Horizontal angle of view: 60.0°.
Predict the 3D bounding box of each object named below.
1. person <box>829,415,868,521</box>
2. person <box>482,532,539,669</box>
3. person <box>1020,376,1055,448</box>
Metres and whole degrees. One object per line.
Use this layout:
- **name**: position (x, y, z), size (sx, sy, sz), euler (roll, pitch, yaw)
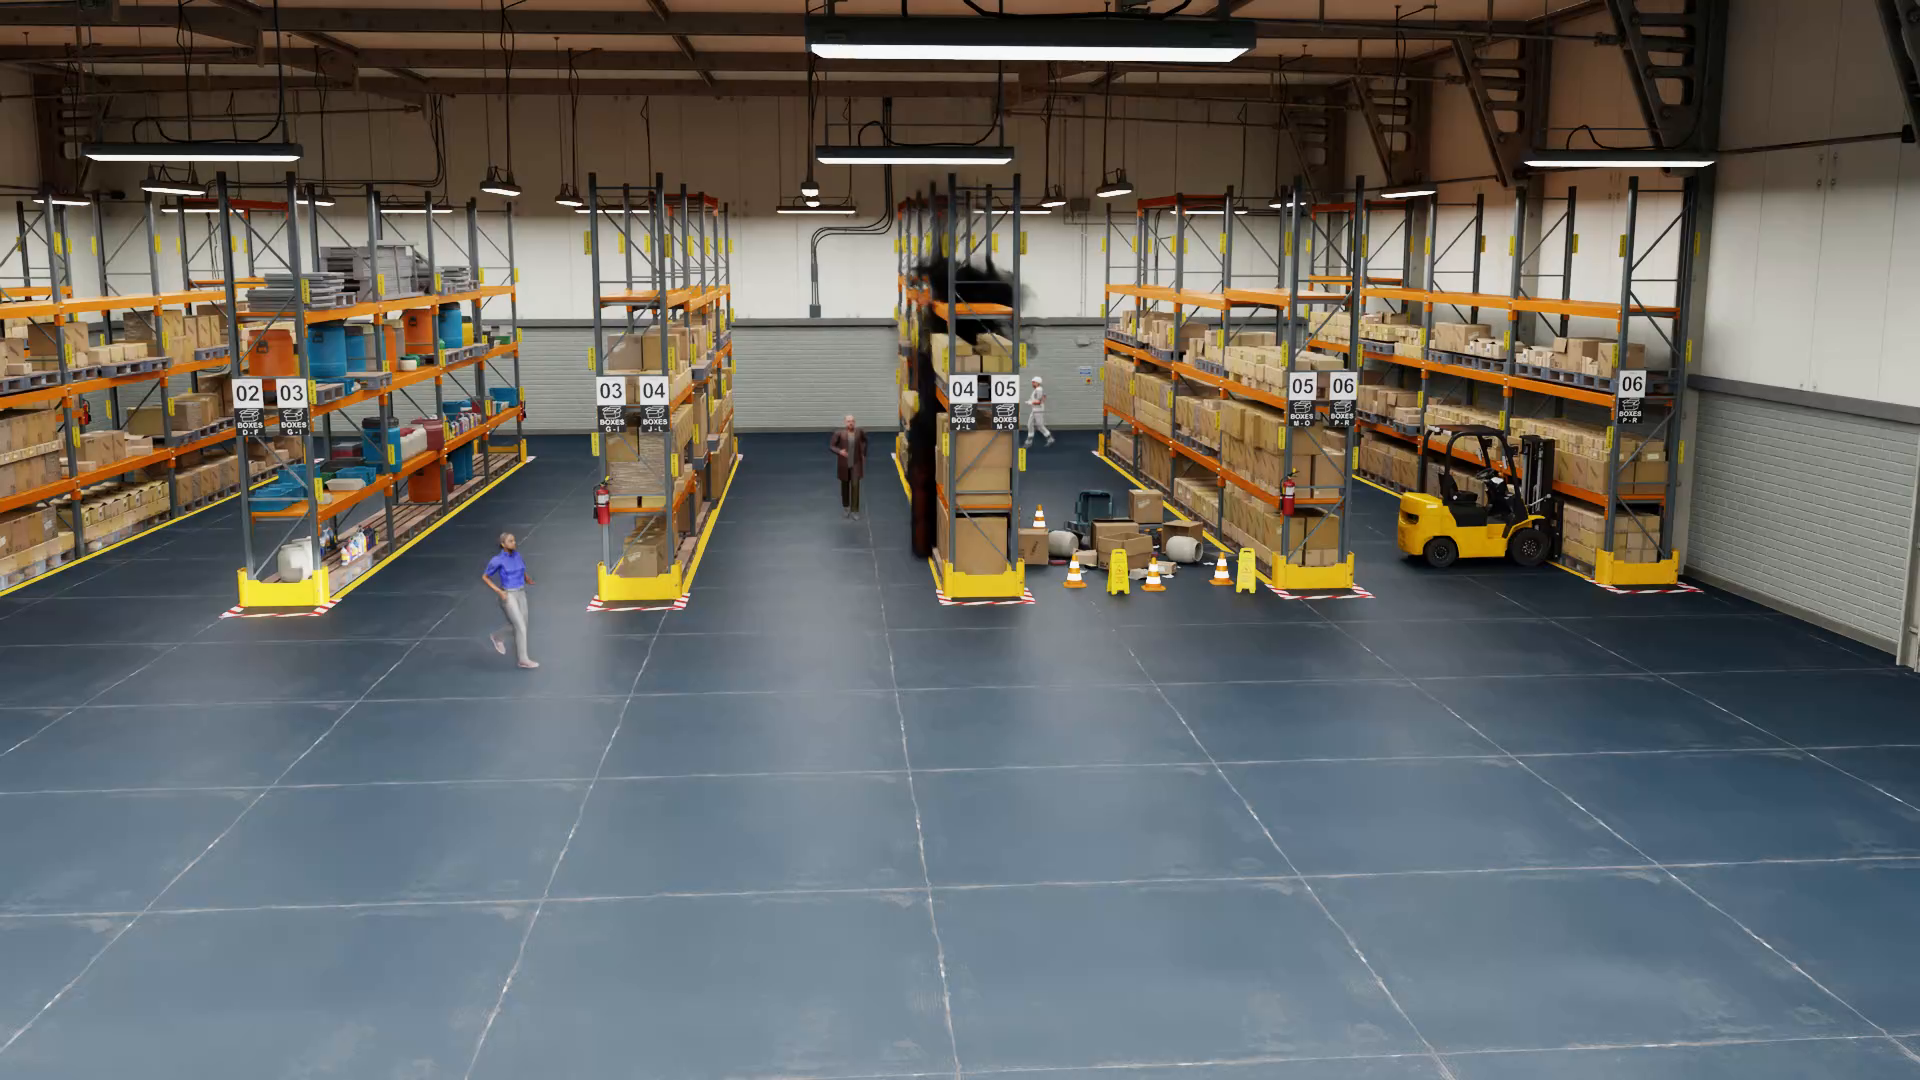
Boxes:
- **person**: position (-1.944, -1.276, 29.141), size (0.698, 1.827, 0.931), euler (-1, 10, -8)
- **person**: position (-5.421, 0.708, 20.007), size (0.815, 1.620, 0.588), euler (5, 11, 27)
- **person**: position (1.952, -3.165, 41.416), size (0.864, 1.818, 0.669), euler (-1, 10, -5)
